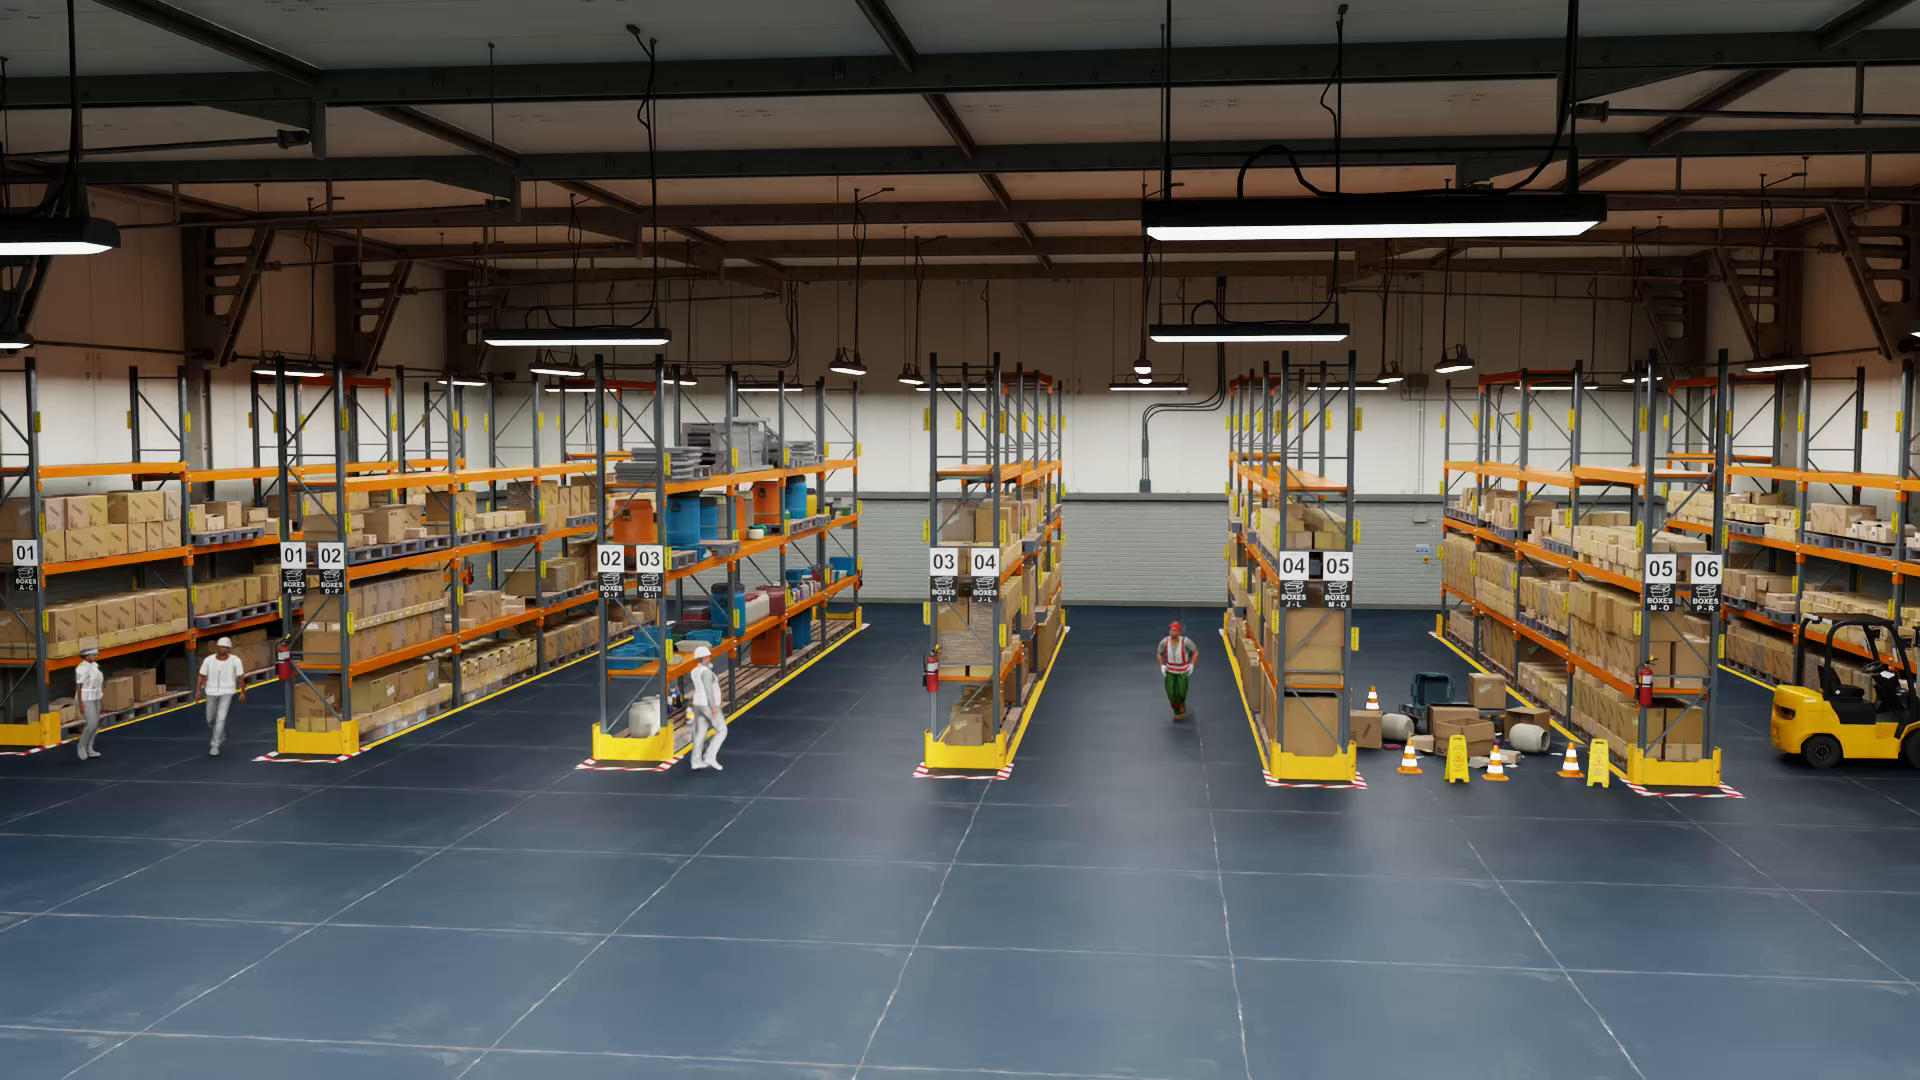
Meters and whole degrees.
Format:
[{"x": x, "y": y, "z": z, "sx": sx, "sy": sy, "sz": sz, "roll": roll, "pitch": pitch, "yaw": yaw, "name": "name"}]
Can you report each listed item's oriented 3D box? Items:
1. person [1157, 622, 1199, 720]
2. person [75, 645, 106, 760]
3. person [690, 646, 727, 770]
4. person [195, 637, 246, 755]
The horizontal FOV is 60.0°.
[{"x": 3.645, "y": 2.194, "z": 27.851, "sx": 0.697, "sy": 1.690, "sz": 0.602, "roll": 1, "pitch": 4, "yaw": 15, "name": "person"}, {"x": -12.935, "y": 2.406, "z": 24.757, "sx": 0.408, "sy": 1.701, "sz": 0.482, "roll": 1, "pitch": 4, "yaw": 7, "name": "person"}, {"x": -3.689, "y": 2.417, "z": 24.035, "sx": 0.517, "sy": 1.760, "sz": 0.621, "roll": -4, "pitch": 6, "yaw": -43, "name": "person"}, {"x": -11.277, "y": 2.351, "z": 25.335, "sx": 0.678, "sy": 1.739, "sz": 0.835, "roll": -1, "pitch": 4, "yaw": -14, "name": "person"}]
